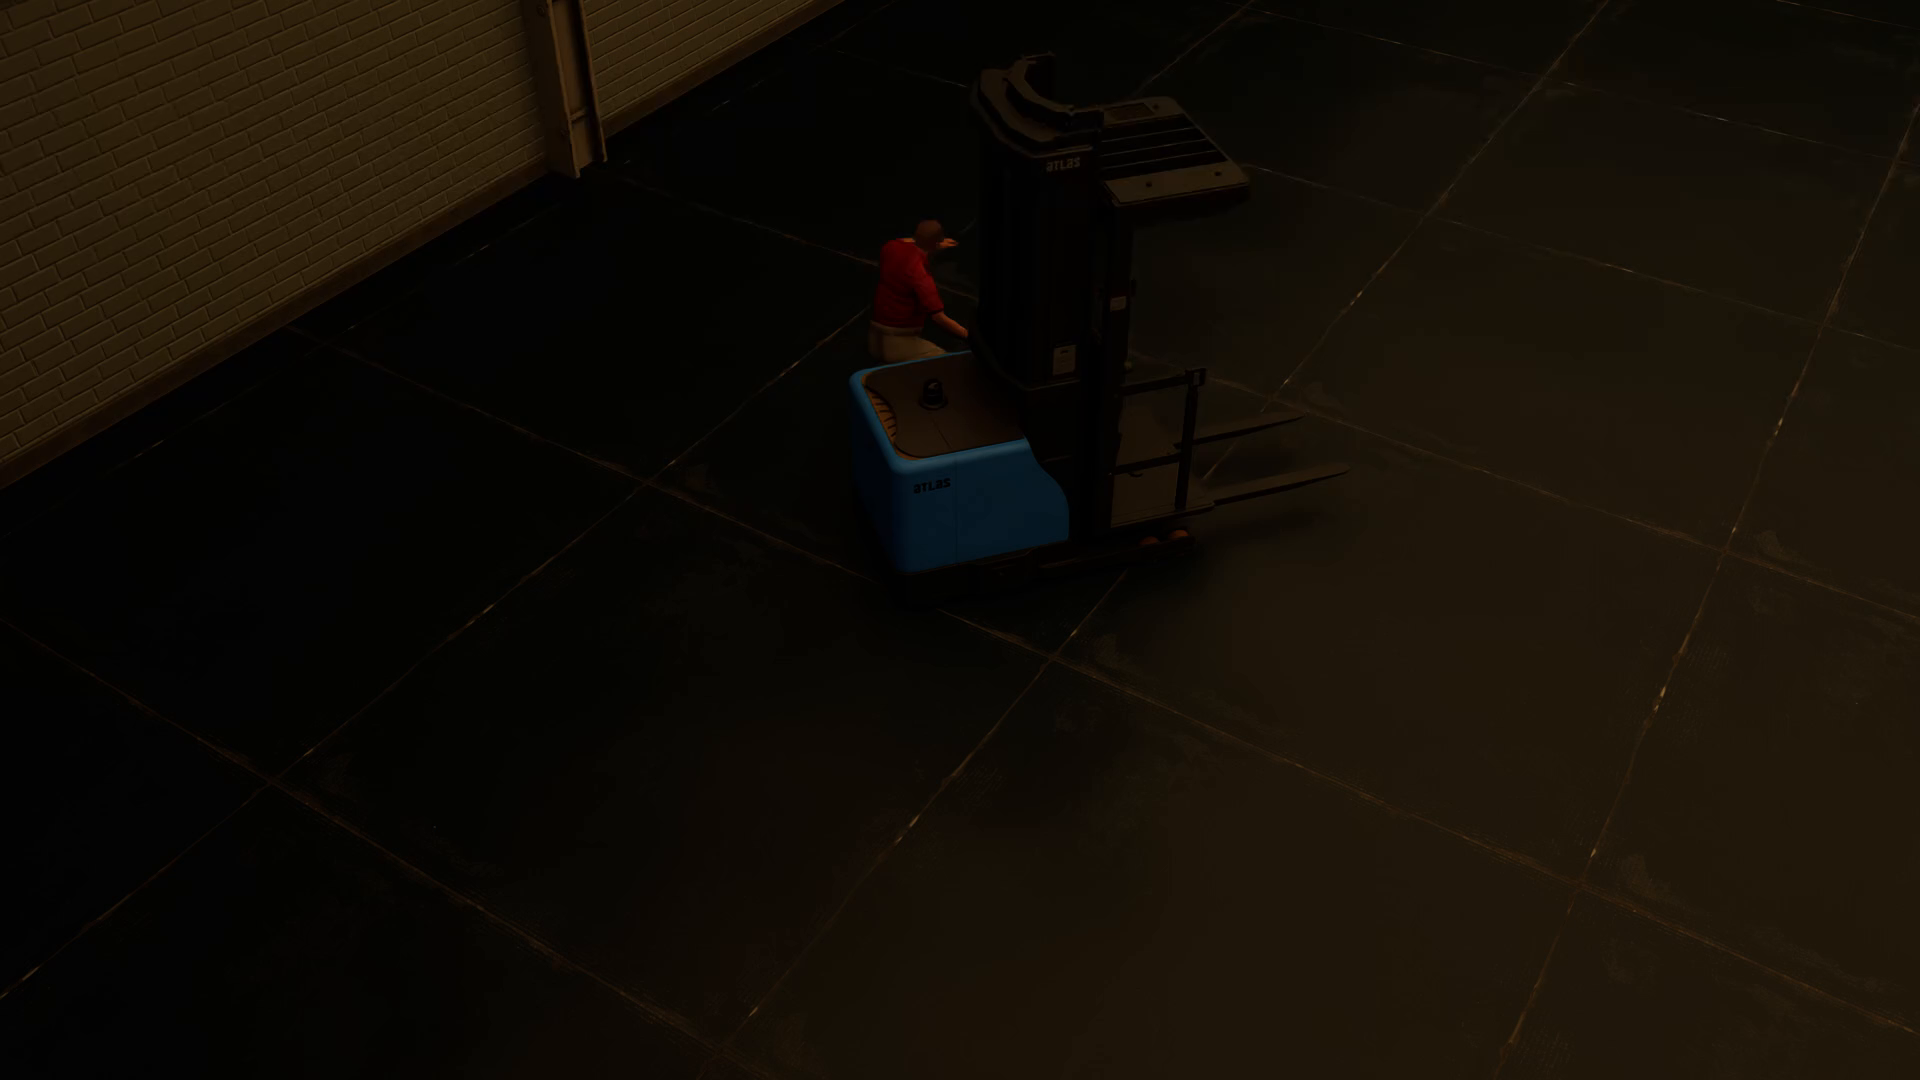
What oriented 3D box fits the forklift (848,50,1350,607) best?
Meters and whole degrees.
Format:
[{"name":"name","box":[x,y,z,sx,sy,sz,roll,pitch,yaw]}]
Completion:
[{"name":"forklift","box":[0.906,-1.290,9.489,3.031,2.935,1.130,-12,42,-14]}]

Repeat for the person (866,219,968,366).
[{"name":"person","box":[-0.089,-1.300,10.637,0.915,1.480,1.293,-23,45,-24]}]
